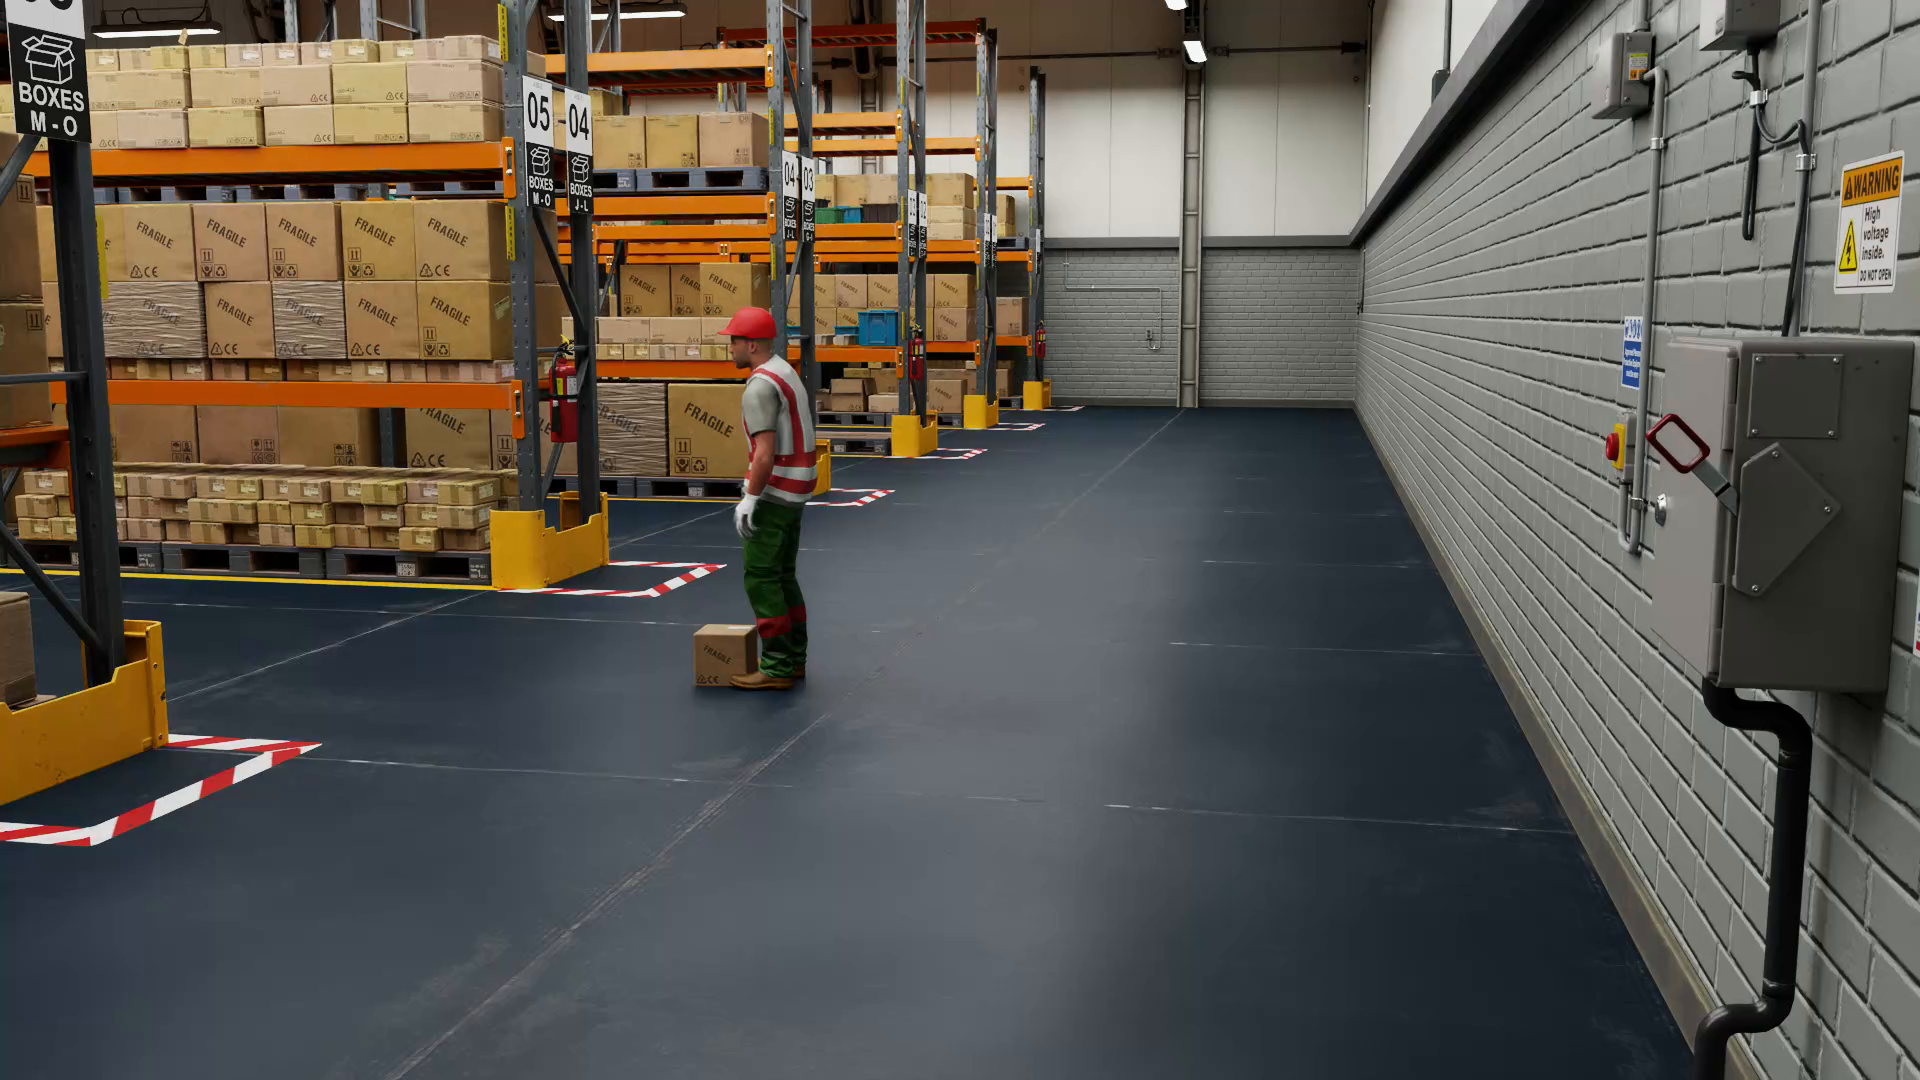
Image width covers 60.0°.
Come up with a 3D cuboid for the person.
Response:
[{"bbox_3d":[-0.901,-0.196,7.805,0.445,1.781,0.622,1,8,9],"label":"person"}]
